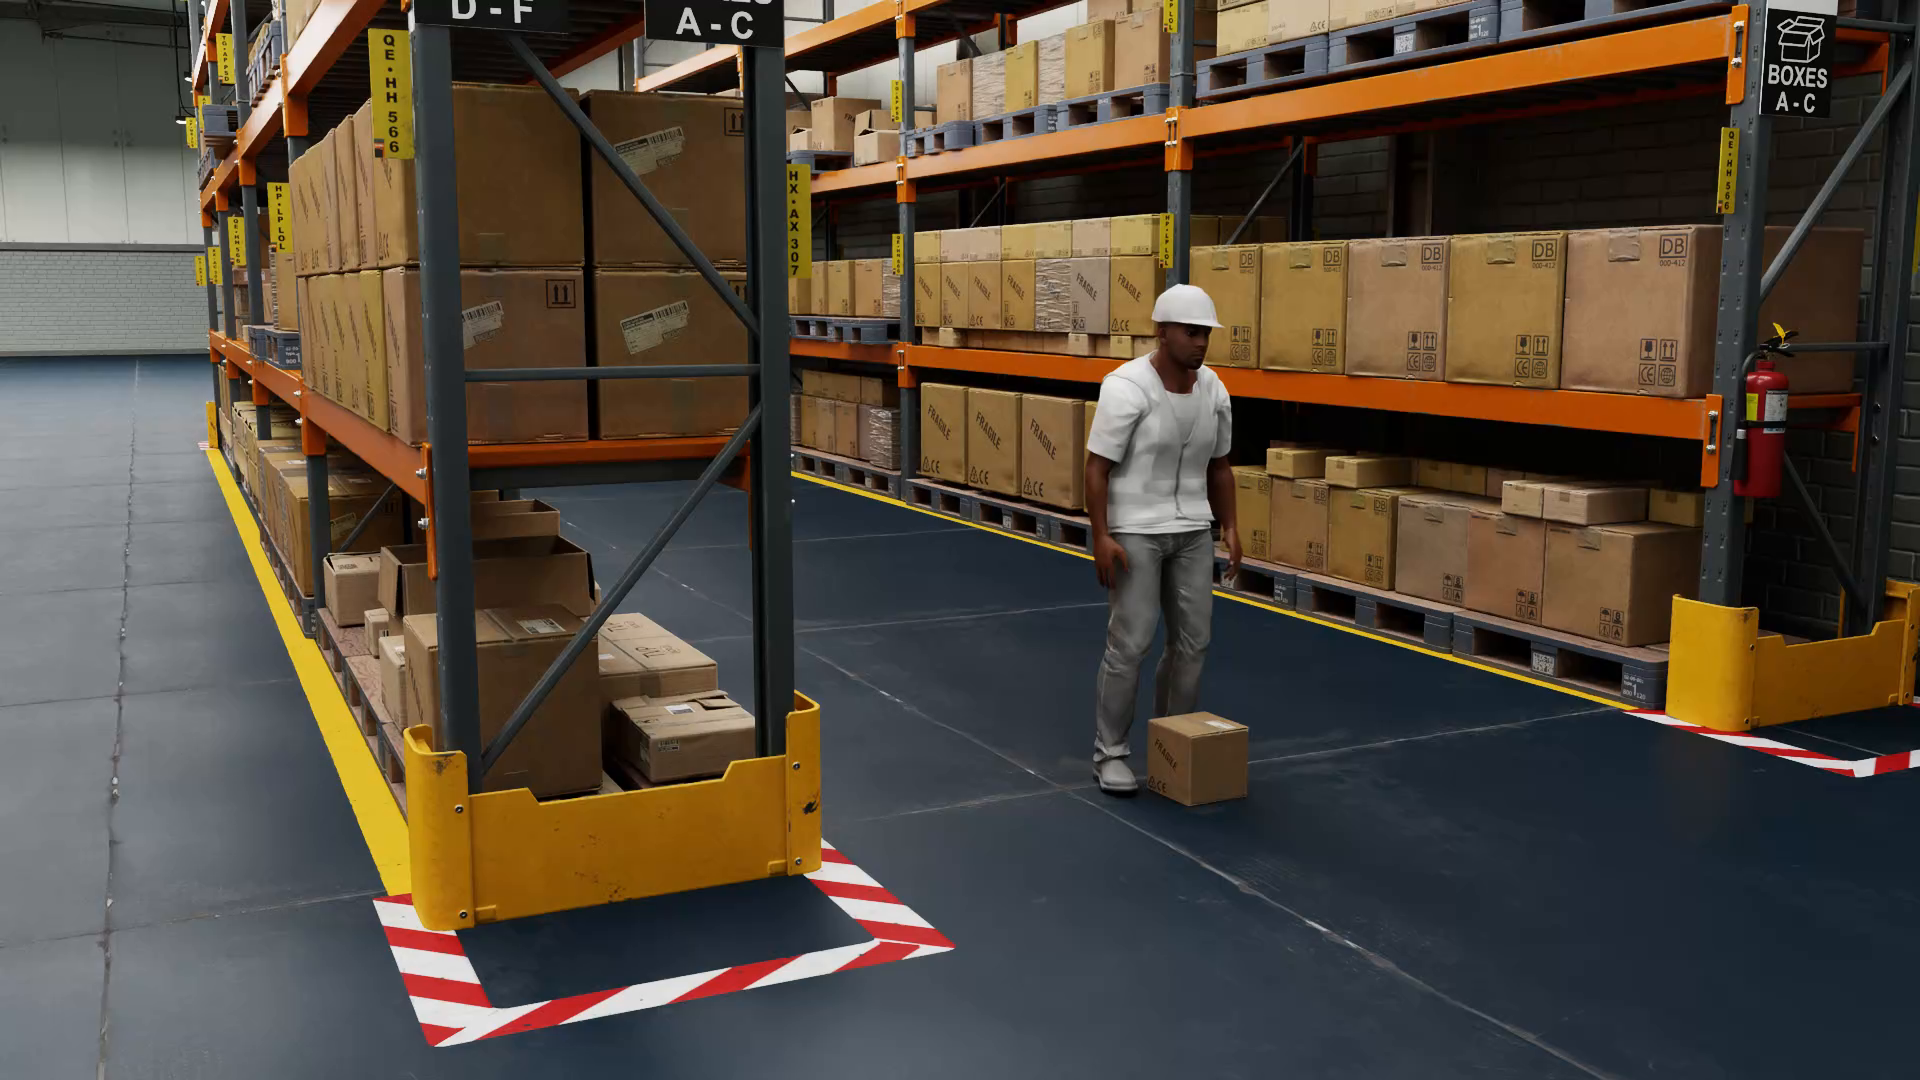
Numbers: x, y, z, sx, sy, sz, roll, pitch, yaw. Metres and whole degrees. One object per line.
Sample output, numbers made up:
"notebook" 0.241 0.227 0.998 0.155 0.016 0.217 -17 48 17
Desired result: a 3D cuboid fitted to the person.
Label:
"person" 0.725 -0.016 5.881 0.636 1.761 0.454 -5 10 -29
